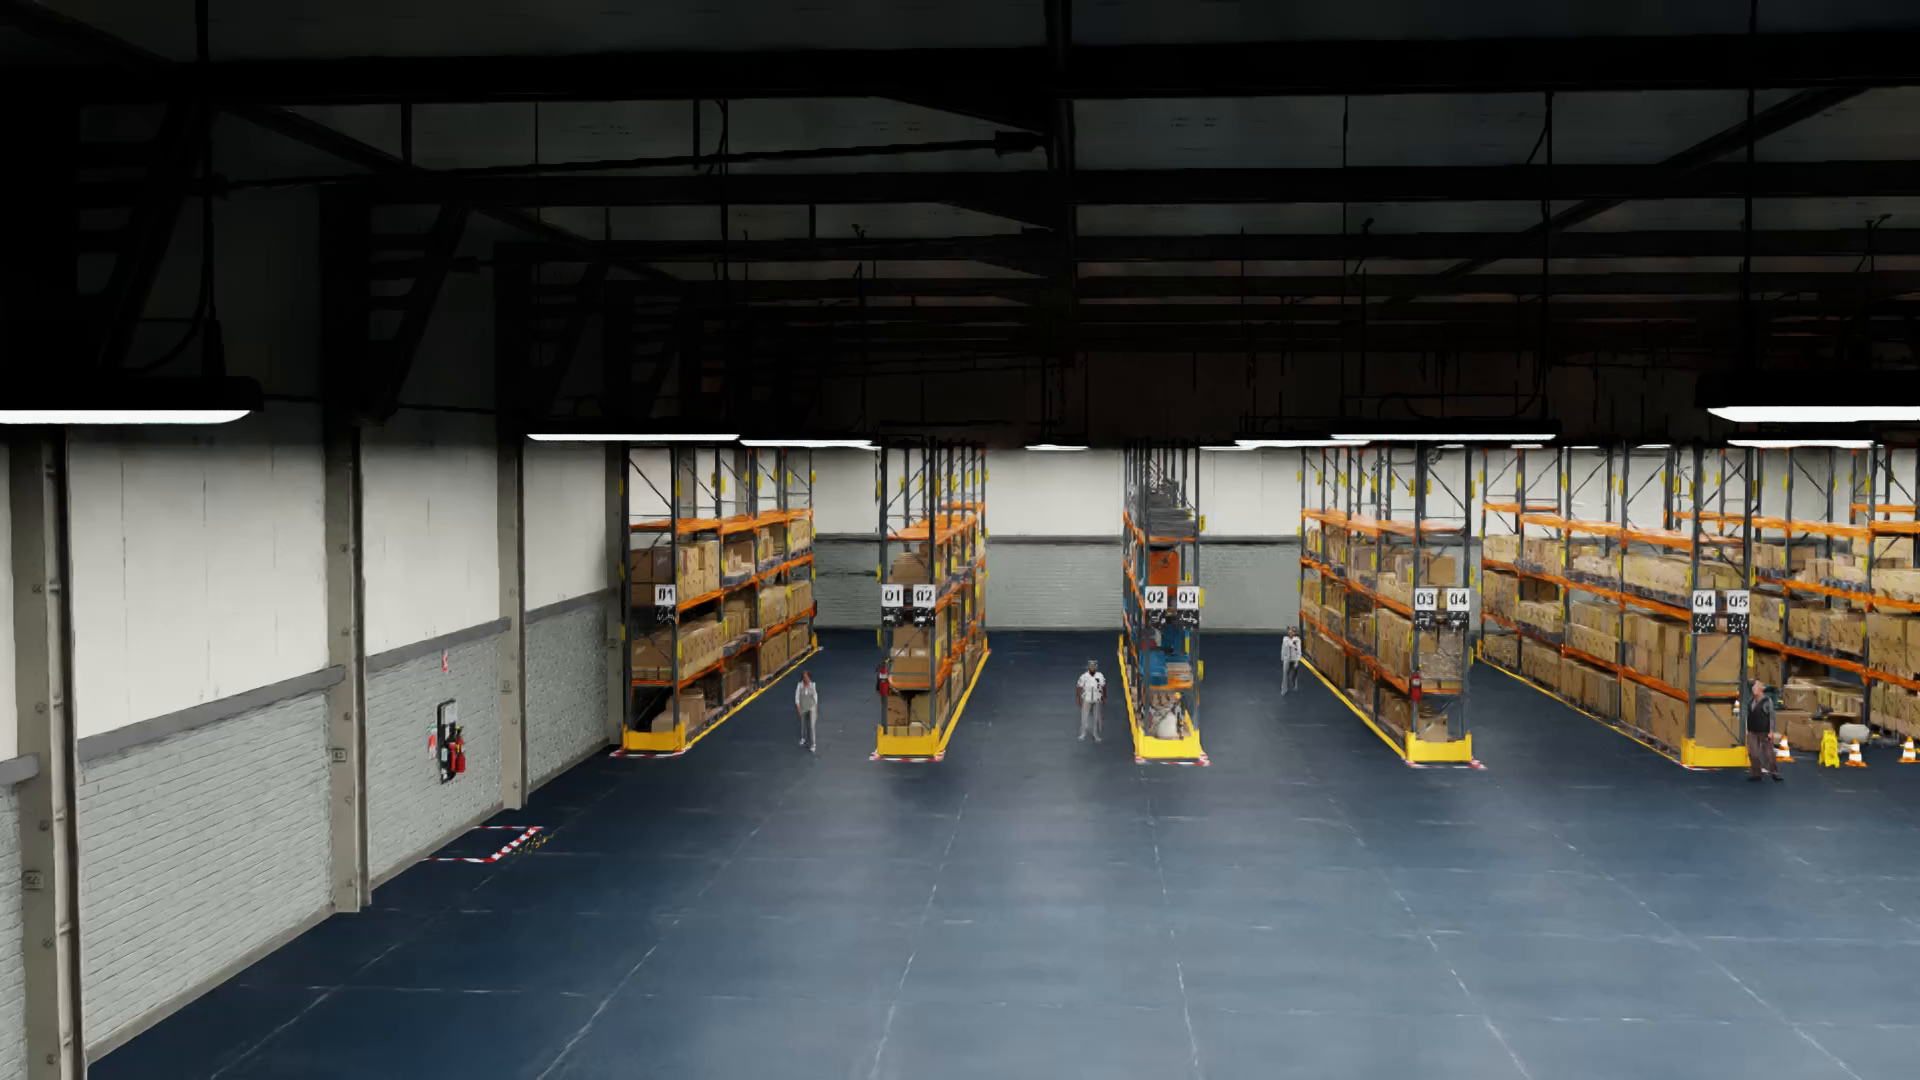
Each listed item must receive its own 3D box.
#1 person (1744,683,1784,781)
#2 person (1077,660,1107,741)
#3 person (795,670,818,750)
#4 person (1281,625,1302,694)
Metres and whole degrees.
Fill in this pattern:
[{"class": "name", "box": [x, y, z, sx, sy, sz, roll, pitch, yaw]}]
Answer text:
[{"class": "person", "box": [13.946, 3.329, 28.869, 0.534, 1.713, 0.627, -1, 3, -23]}, {"class": "person", "box": [2.598, 3.159, 32.822, 0.592, 1.629, 0.526, 0, 3, 2]}, {"class": "person", "box": [-2.944, 3.238, 31.897, 0.440, 1.516, 1.016, 0, 3, -6]}, {"class": "person", "box": [7.809, 2.799, 39.164, 0.483, 1.619, 0.999, 1, 3, 14]}]
